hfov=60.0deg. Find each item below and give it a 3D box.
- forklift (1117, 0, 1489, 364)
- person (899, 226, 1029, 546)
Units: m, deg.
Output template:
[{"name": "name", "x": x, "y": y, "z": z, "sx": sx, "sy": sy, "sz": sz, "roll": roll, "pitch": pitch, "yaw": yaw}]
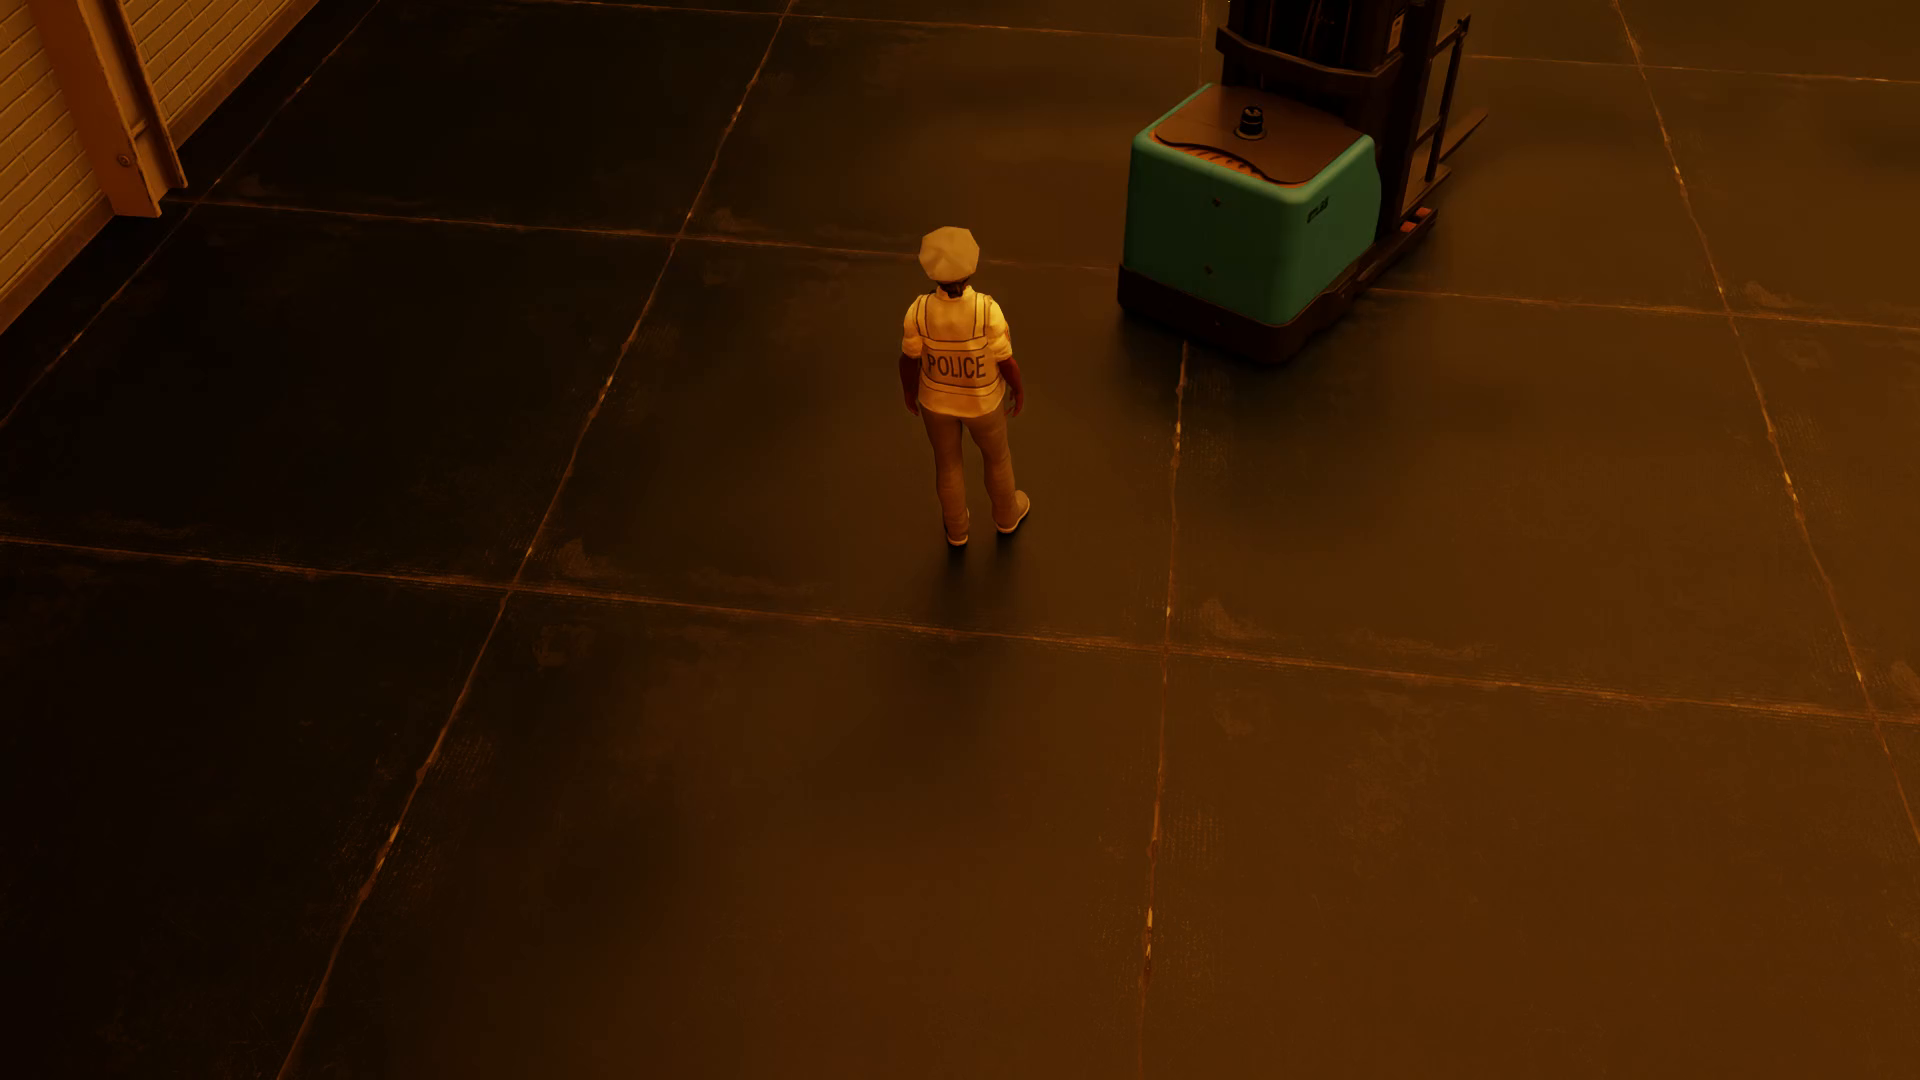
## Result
[{"name": "forklift", "x": 2.165, "y": -2.958, "z": 8.945, "sx": 1.130, "sy": 2.935, "sz": 3.031, "roll": 27, "pitch": 49, "yaw": 26}, {"name": "person", "x": 0.030, "y": -0.678, "z": 7.366, "sx": 0.569, "sy": 1.695, "sz": 0.528, "roll": 5, "pitch": 43, "yaw": 6}]
